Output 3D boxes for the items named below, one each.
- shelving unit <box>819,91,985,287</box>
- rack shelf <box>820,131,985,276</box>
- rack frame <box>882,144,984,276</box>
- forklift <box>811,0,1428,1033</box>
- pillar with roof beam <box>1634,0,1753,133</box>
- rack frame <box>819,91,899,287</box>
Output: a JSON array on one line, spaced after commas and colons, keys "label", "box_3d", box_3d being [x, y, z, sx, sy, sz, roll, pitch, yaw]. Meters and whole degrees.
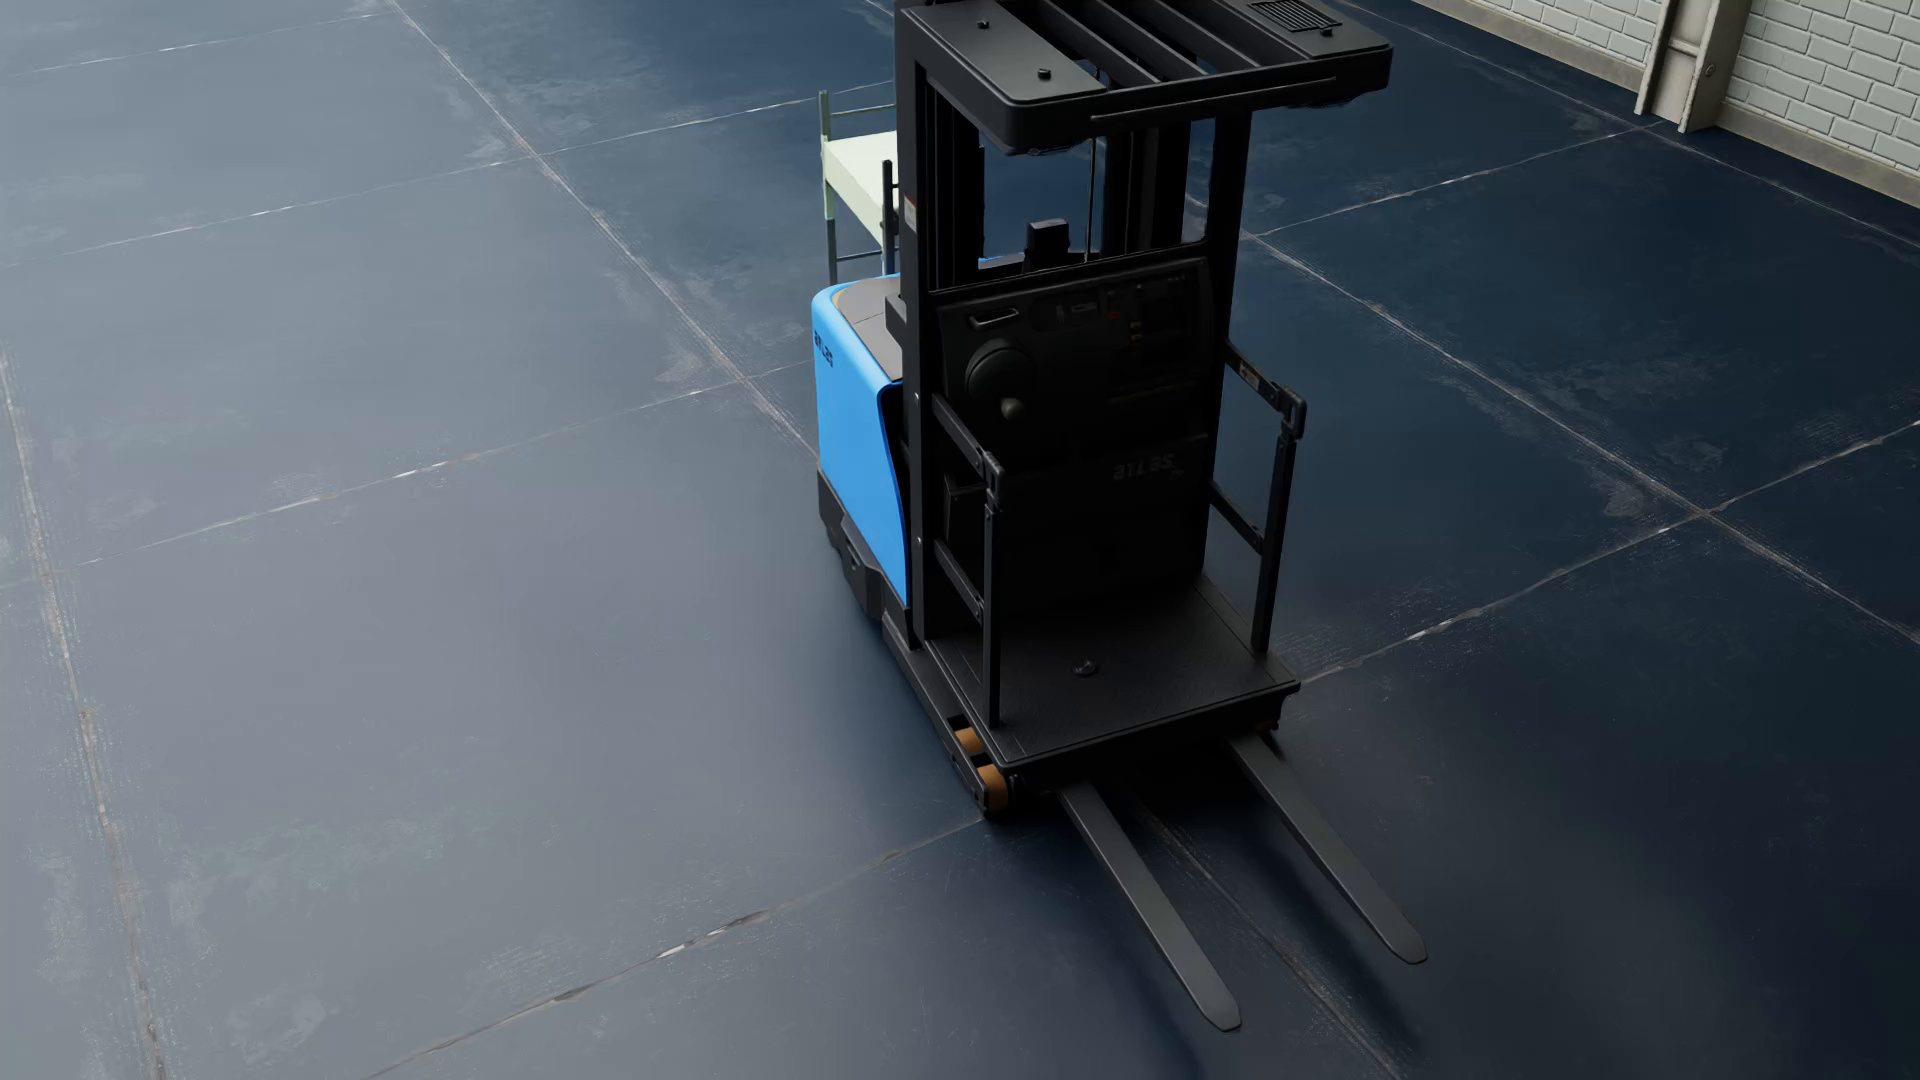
[{"label": "shelving unit", "box_3d": [-0.238, -1.030, 6.888, 0.431, 1.500, 0.755, -14, 38, -18]}, {"label": "rack shelf", "box_3d": [-0.238, -1.345, 6.658, 0.431, 0.370, 0.720, -14, 38, -18]}, {"label": "rack frame", "box_3d": [-0.099, -0.830, 6.615, 0.400, 1.500, 0.023, -14, 38, -18]}, {"label": "forklift", "box_3d": [0.455, -0.562, 5.035, 1.130, 2.935, 3.031, -14, 38, -18]}, {"label": "pillar with roof beam", "box_3d": [0.731, -4.985, 5.946, 9.100, 9.000, 0.400, -19, 40, -24]}, {"label": "rack frame", "box_3d": [-0.377, -1.230, 7.162, 0.400, 1.500, 0.023, -14, 38, -18]}]
